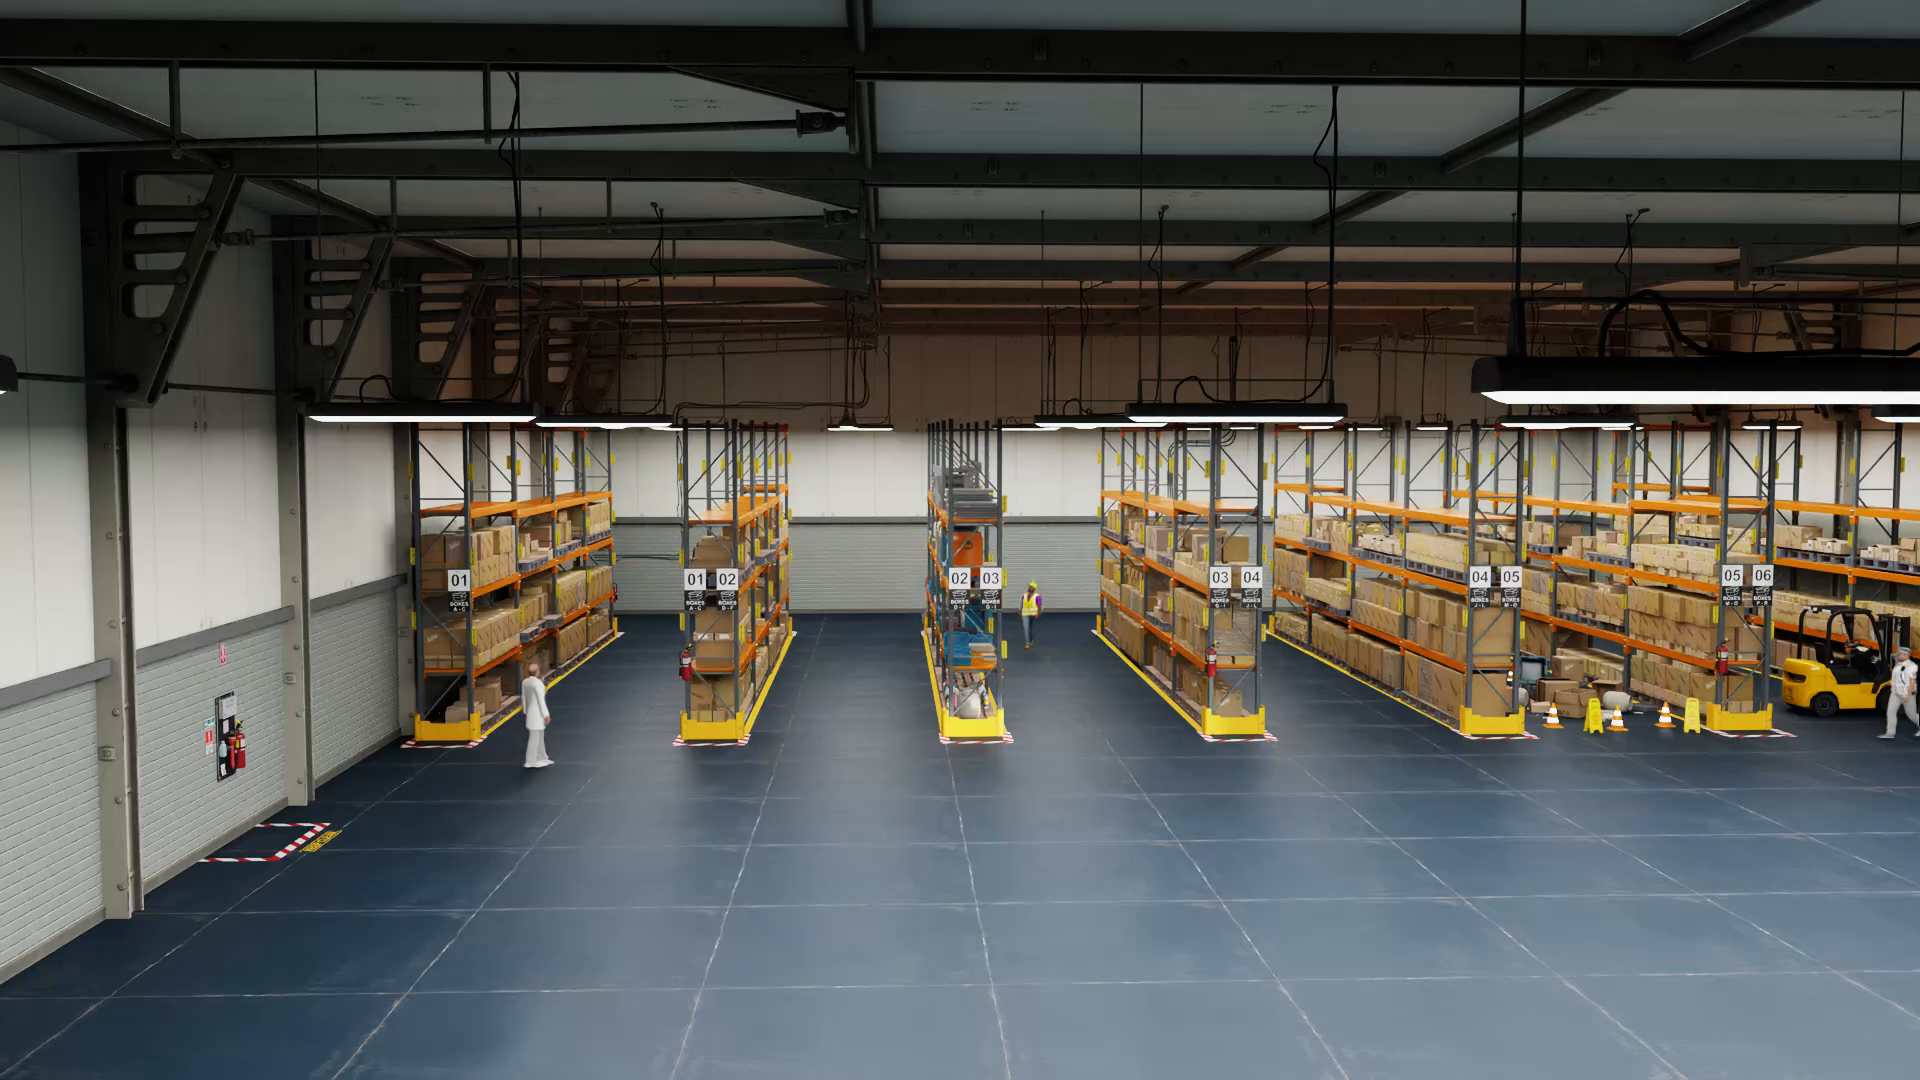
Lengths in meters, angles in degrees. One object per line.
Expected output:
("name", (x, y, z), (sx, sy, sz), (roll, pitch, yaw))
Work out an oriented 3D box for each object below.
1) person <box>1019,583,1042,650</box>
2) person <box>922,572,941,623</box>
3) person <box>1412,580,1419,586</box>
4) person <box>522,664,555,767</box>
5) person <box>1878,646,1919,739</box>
("person", (1.826, 1.959, 42.893), (0.554, 1.701, 1.054), (0, 4, -3))
("person", (-0.758, 1.696, 49.366), (0.643, 1.701, 0.561), (3, 4, 36))
("person", (12.878, 1.881, 47.027), (0.464, 1.685, 0.496), (1, 4, 17))
("person", (-7.215, 3.125, 28.585), (0.551, 1.619, 0.620), (-2, 4, -24))
("person", (17.675, 2.854, 31.096), (0.938, 1.739, 0.501), (-1, 4, -22))
